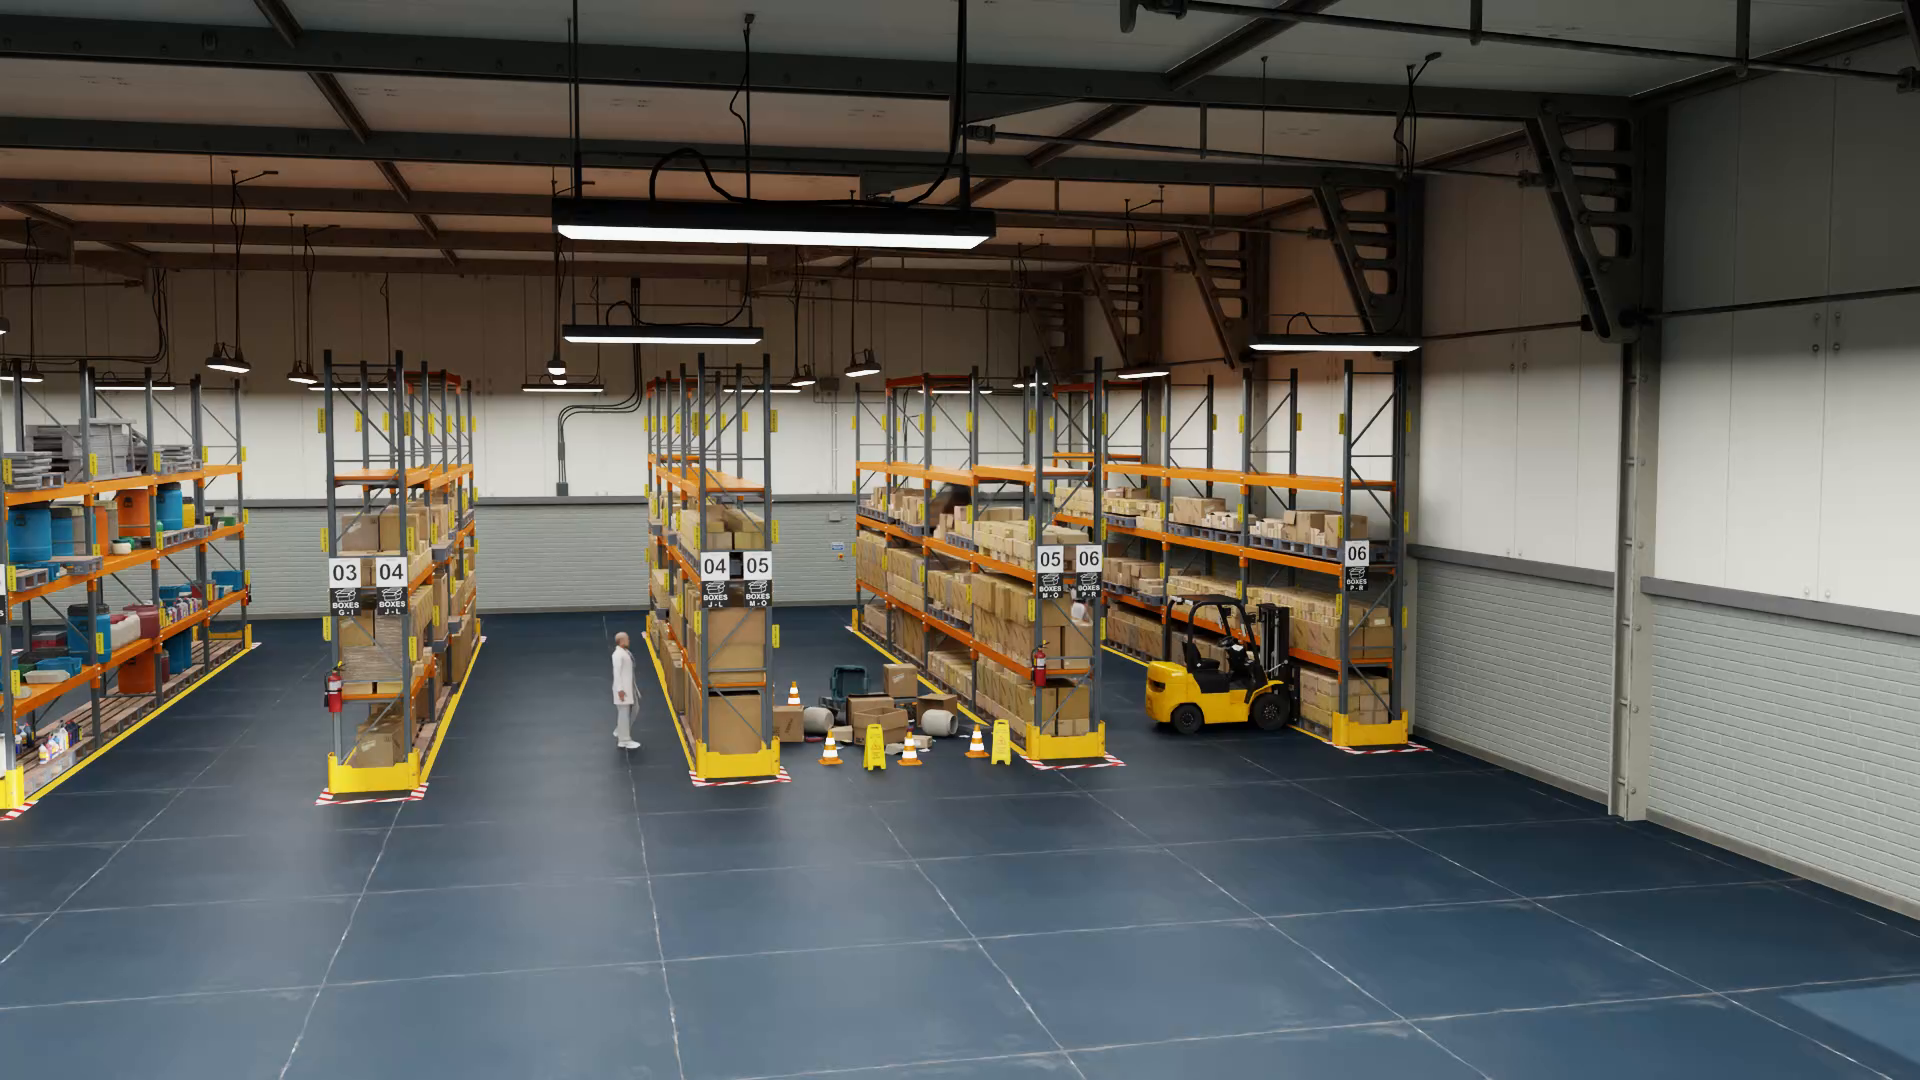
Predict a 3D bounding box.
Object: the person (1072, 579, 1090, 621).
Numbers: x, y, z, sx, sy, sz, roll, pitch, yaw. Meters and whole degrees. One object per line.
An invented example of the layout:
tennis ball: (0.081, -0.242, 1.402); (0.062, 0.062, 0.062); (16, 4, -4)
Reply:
person: (2.523, 1.398, 35.274); (0.490, 1.721, 0.584); (-1, 4, -8)

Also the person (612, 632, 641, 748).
person: (-5.213, 2.329, 25.874); (0.582, 1.803, 0.661); (1, 4, 10)

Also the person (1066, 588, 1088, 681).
person: (2.019, 1.791, 29.978); (0.576, 1.864, 0.526); (-1, 4, -17)
